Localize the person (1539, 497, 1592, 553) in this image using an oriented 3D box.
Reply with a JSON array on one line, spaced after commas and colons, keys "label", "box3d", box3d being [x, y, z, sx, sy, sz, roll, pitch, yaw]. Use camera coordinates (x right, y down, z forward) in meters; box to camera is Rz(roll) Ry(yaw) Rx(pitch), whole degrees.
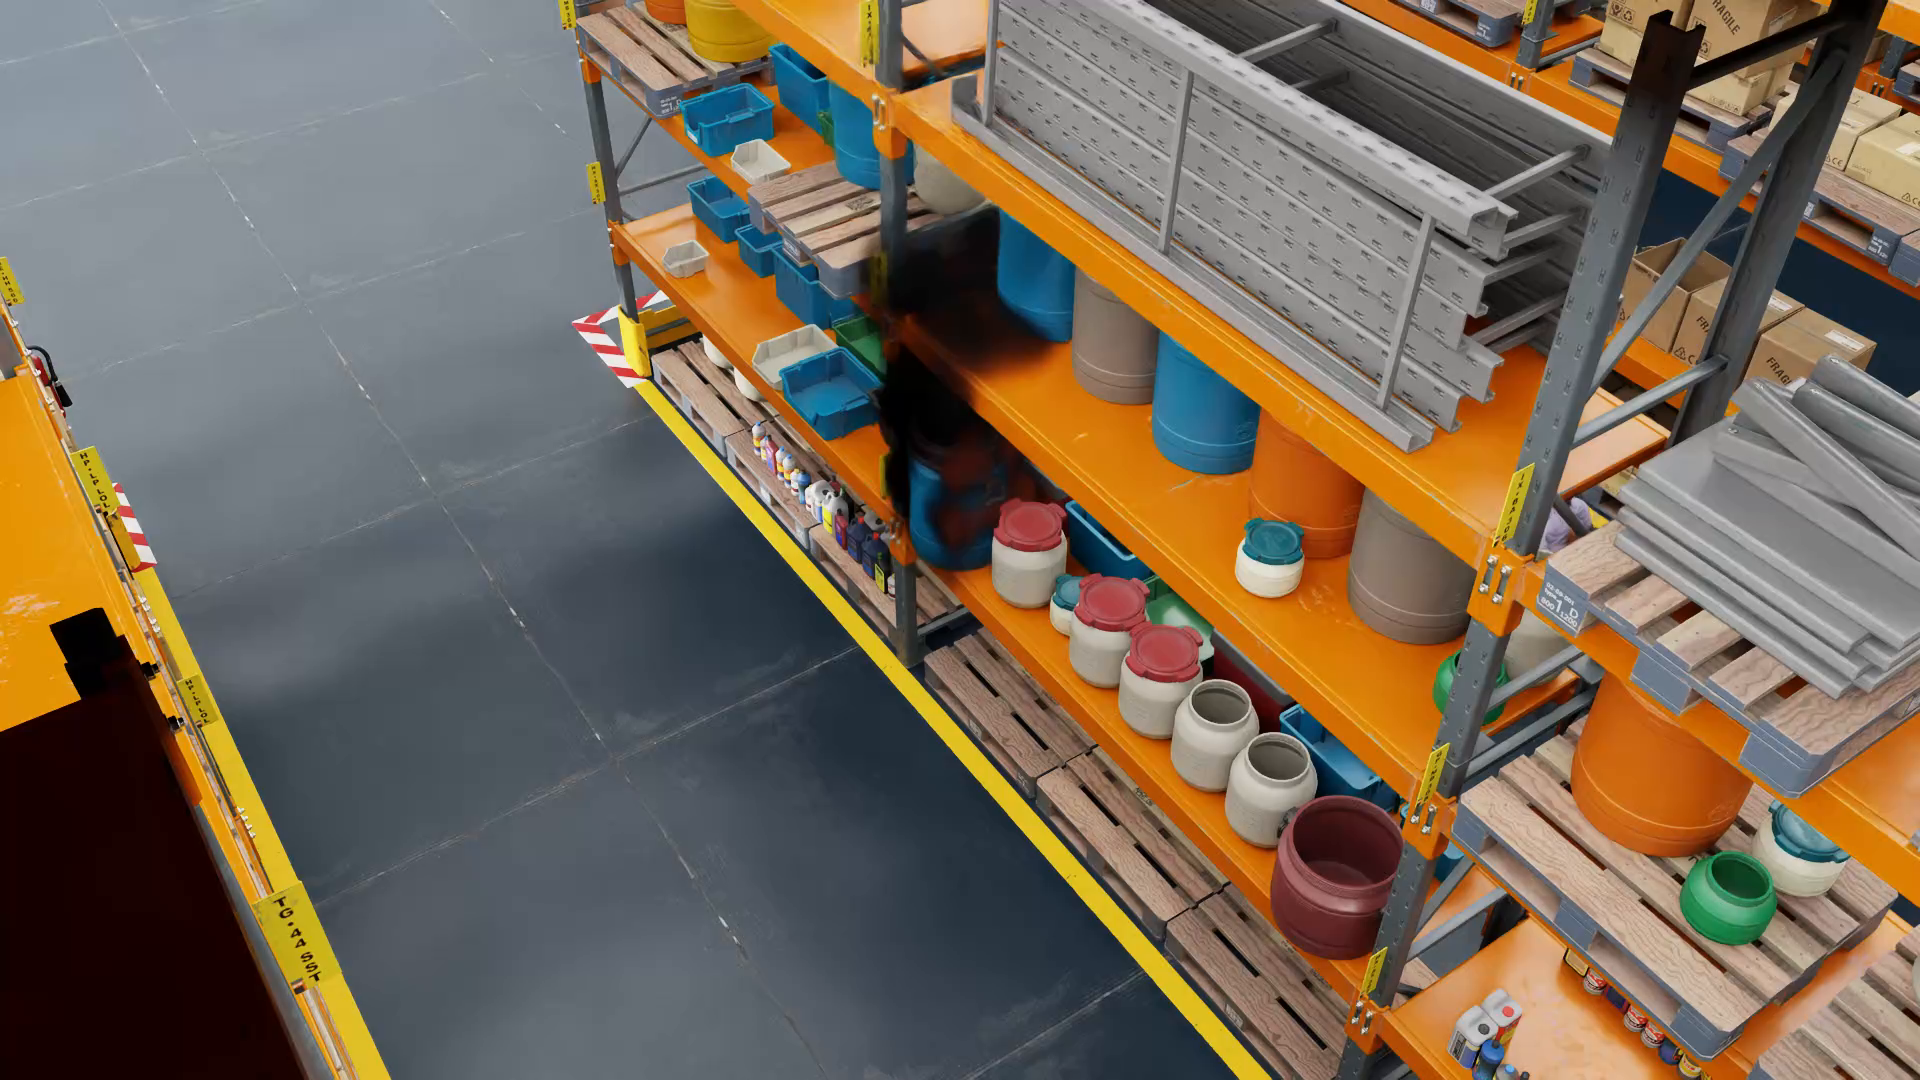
[{"label": "person", "box3d": [3.417, 0.254, 9.888, 0.626, 1.622, 0.575, -29, 50, -28]}]
